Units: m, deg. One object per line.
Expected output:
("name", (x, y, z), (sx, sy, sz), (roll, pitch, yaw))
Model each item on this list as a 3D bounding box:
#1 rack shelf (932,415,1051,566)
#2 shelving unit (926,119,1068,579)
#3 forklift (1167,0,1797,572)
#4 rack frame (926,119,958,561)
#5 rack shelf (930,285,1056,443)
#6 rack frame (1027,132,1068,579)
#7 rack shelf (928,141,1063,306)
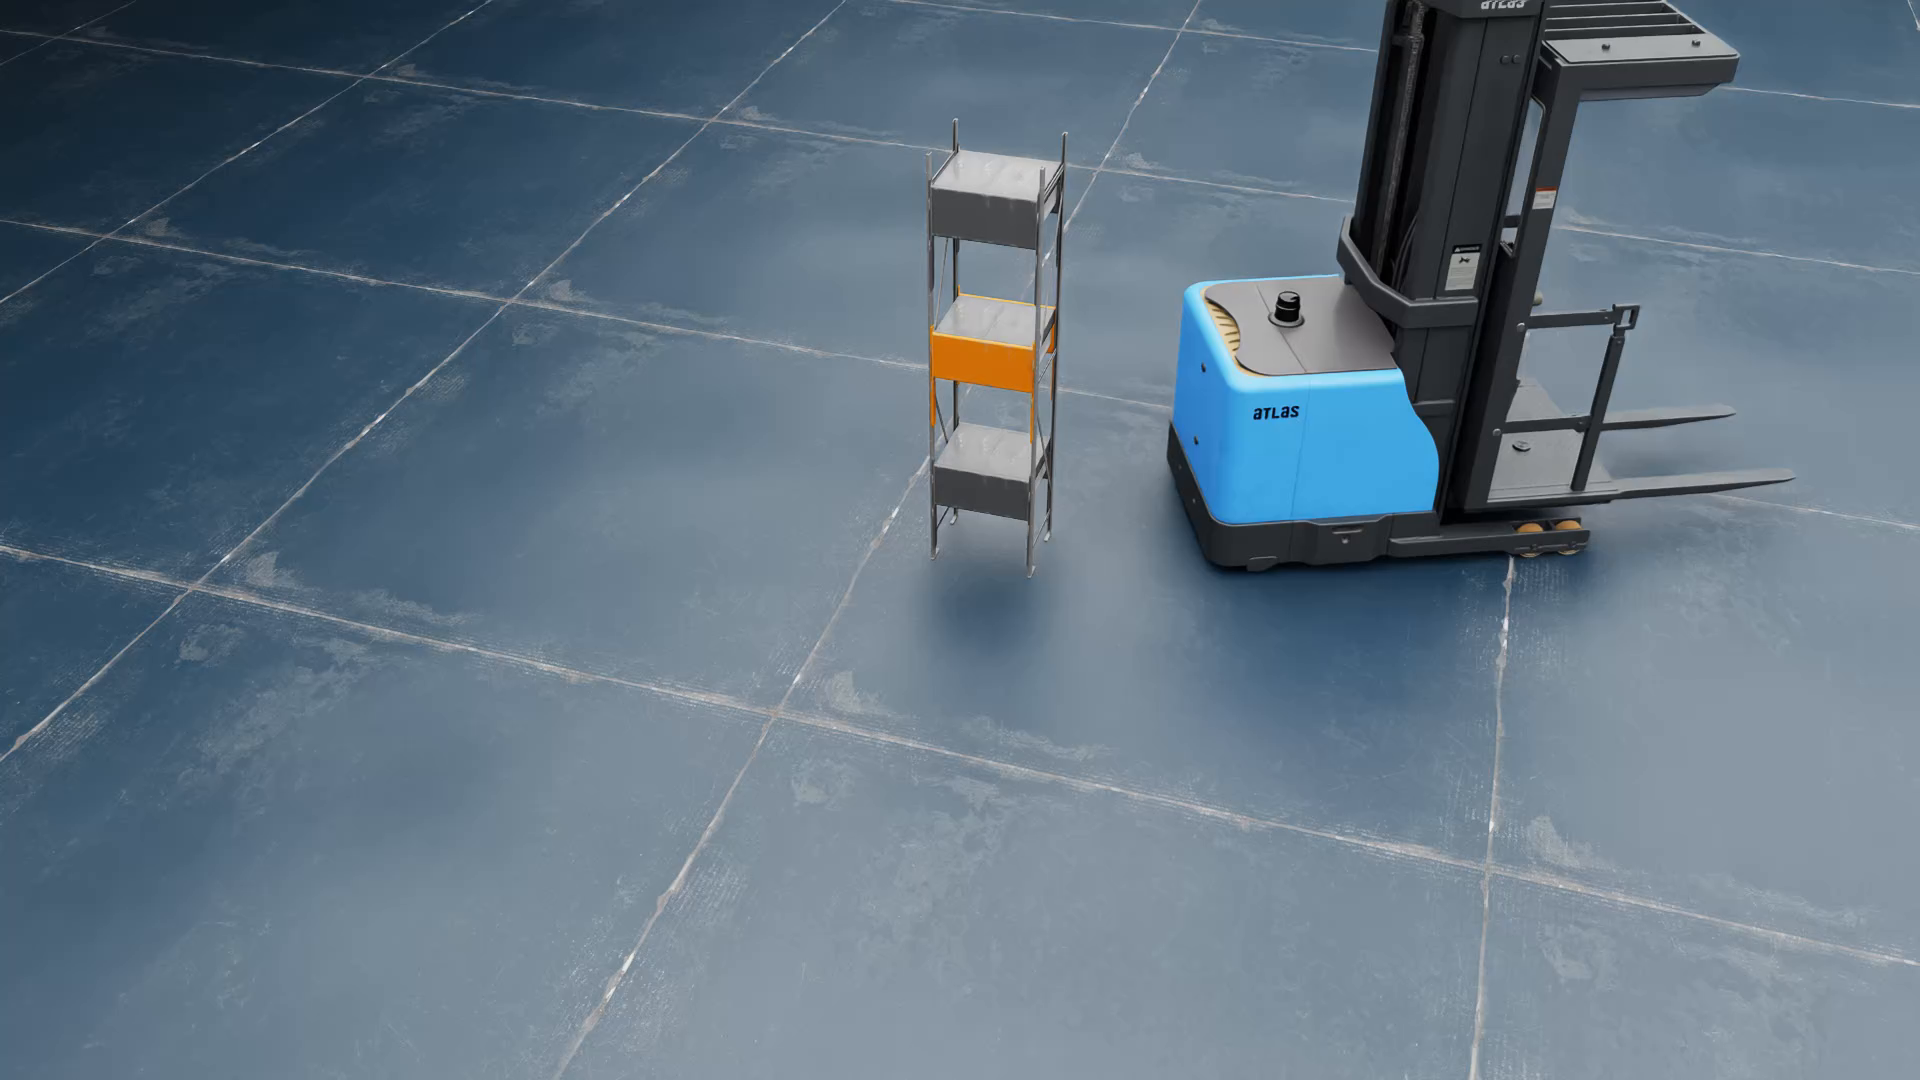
("rack shelf", (0.158, -0.242, 8.011), (0.480, 0.518, 0.431), (10, 38, 14))
("shelving unit", (0.158, -0.816, 7.588), (0.503, 2.100, 0.431), (10, 38, 14))
("forklift", (2.637, -1.404, 7.684), (3.031, 2.935, 1.130), (-4, 37, -6))
("rack frame", (-0.075, -0.860, 7.646), (0.015, 2.100, 0.400), (10, 38, 14))
("rack shelf", (0.158, -0.805, 7.596), (0.480, 0.518, 0.431), (10, 38, 14))
("rack frame", (0.391, -0.773, 7.529), (0.015, 2.100, 0.400), (10, 38, 14))
("rack shelf", (0.158, -1.369, 7.181), (0.480, 0.518, 0.431), (10, 38, 14))
